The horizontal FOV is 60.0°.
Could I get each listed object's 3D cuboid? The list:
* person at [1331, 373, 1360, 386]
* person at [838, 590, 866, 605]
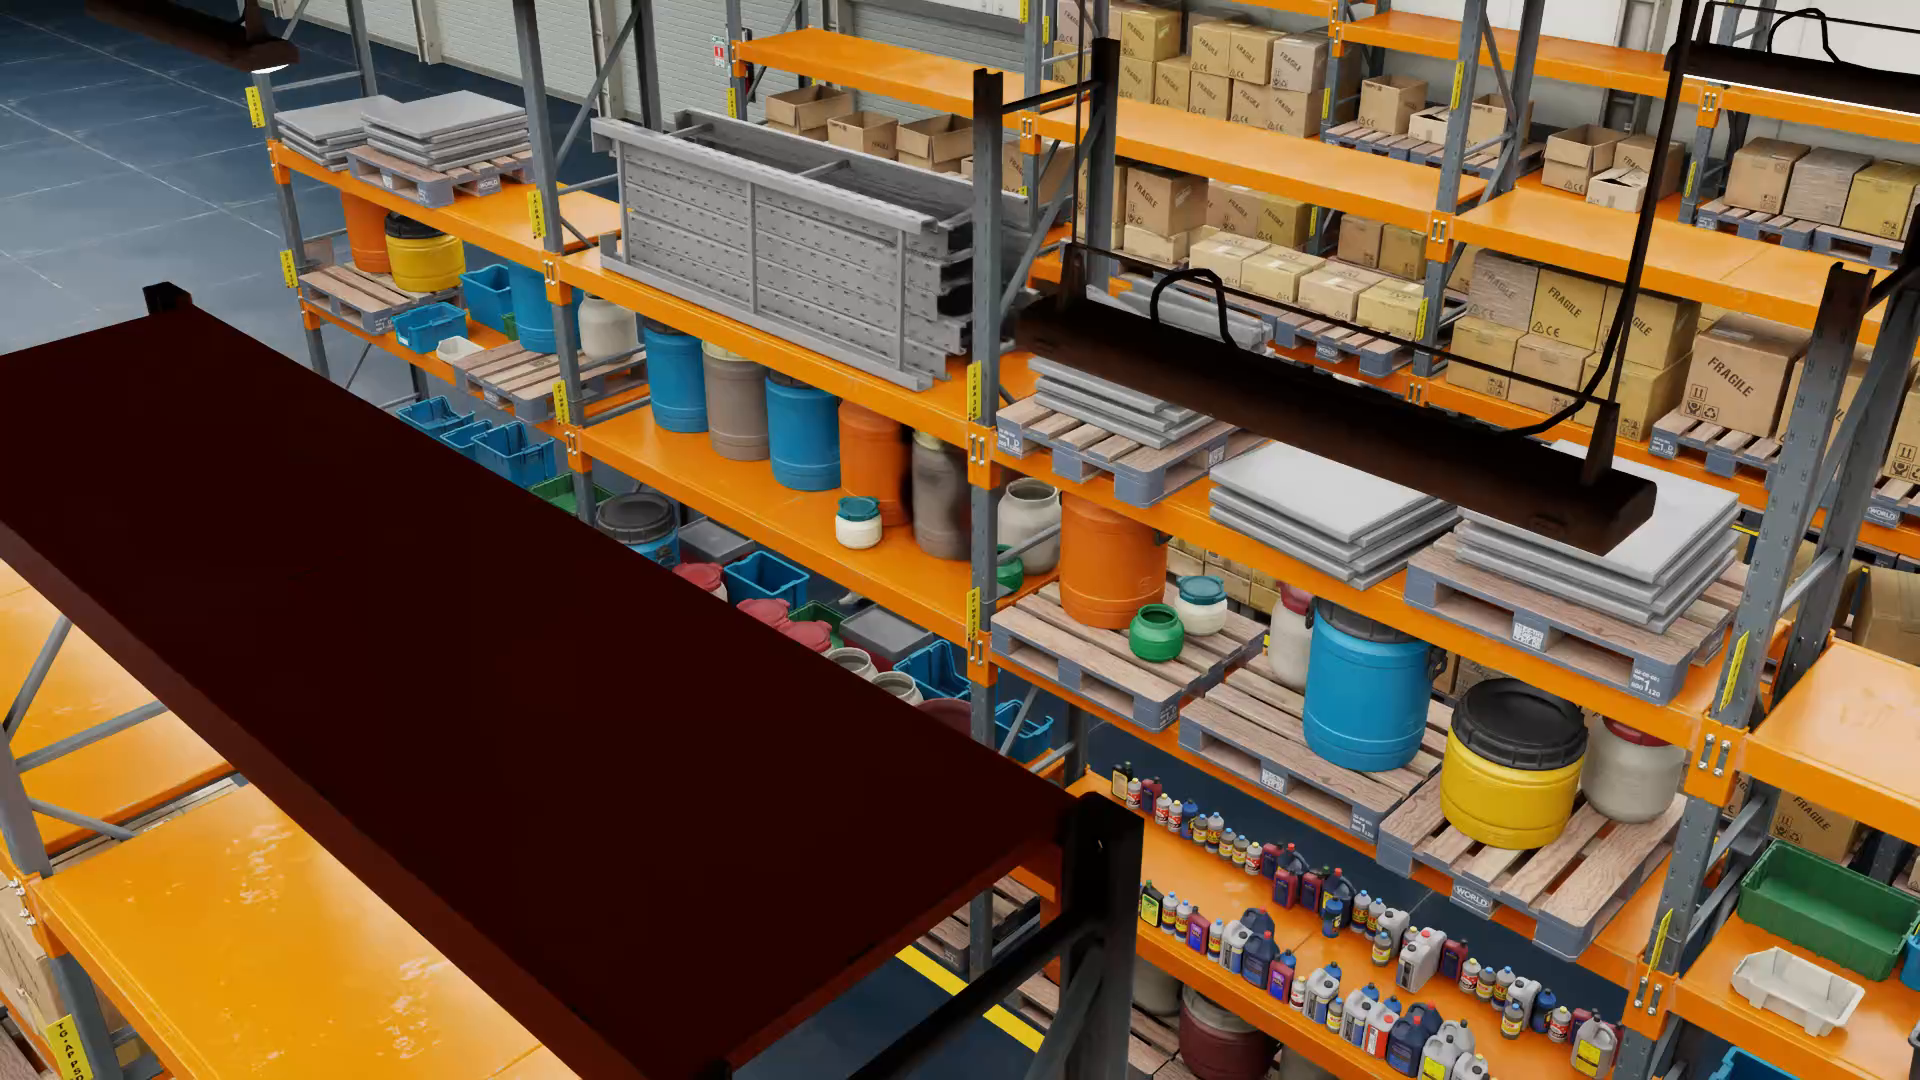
[{"bbox_3d":[3.794,-0.779,15.862,0.829,1.740,0.660,18,34,28],"label":"person"},{"bbox_3d":[-0.933,-0.153,14.822,0.819,1.735,0.682,-3,29,-5],"label":"person"}]
